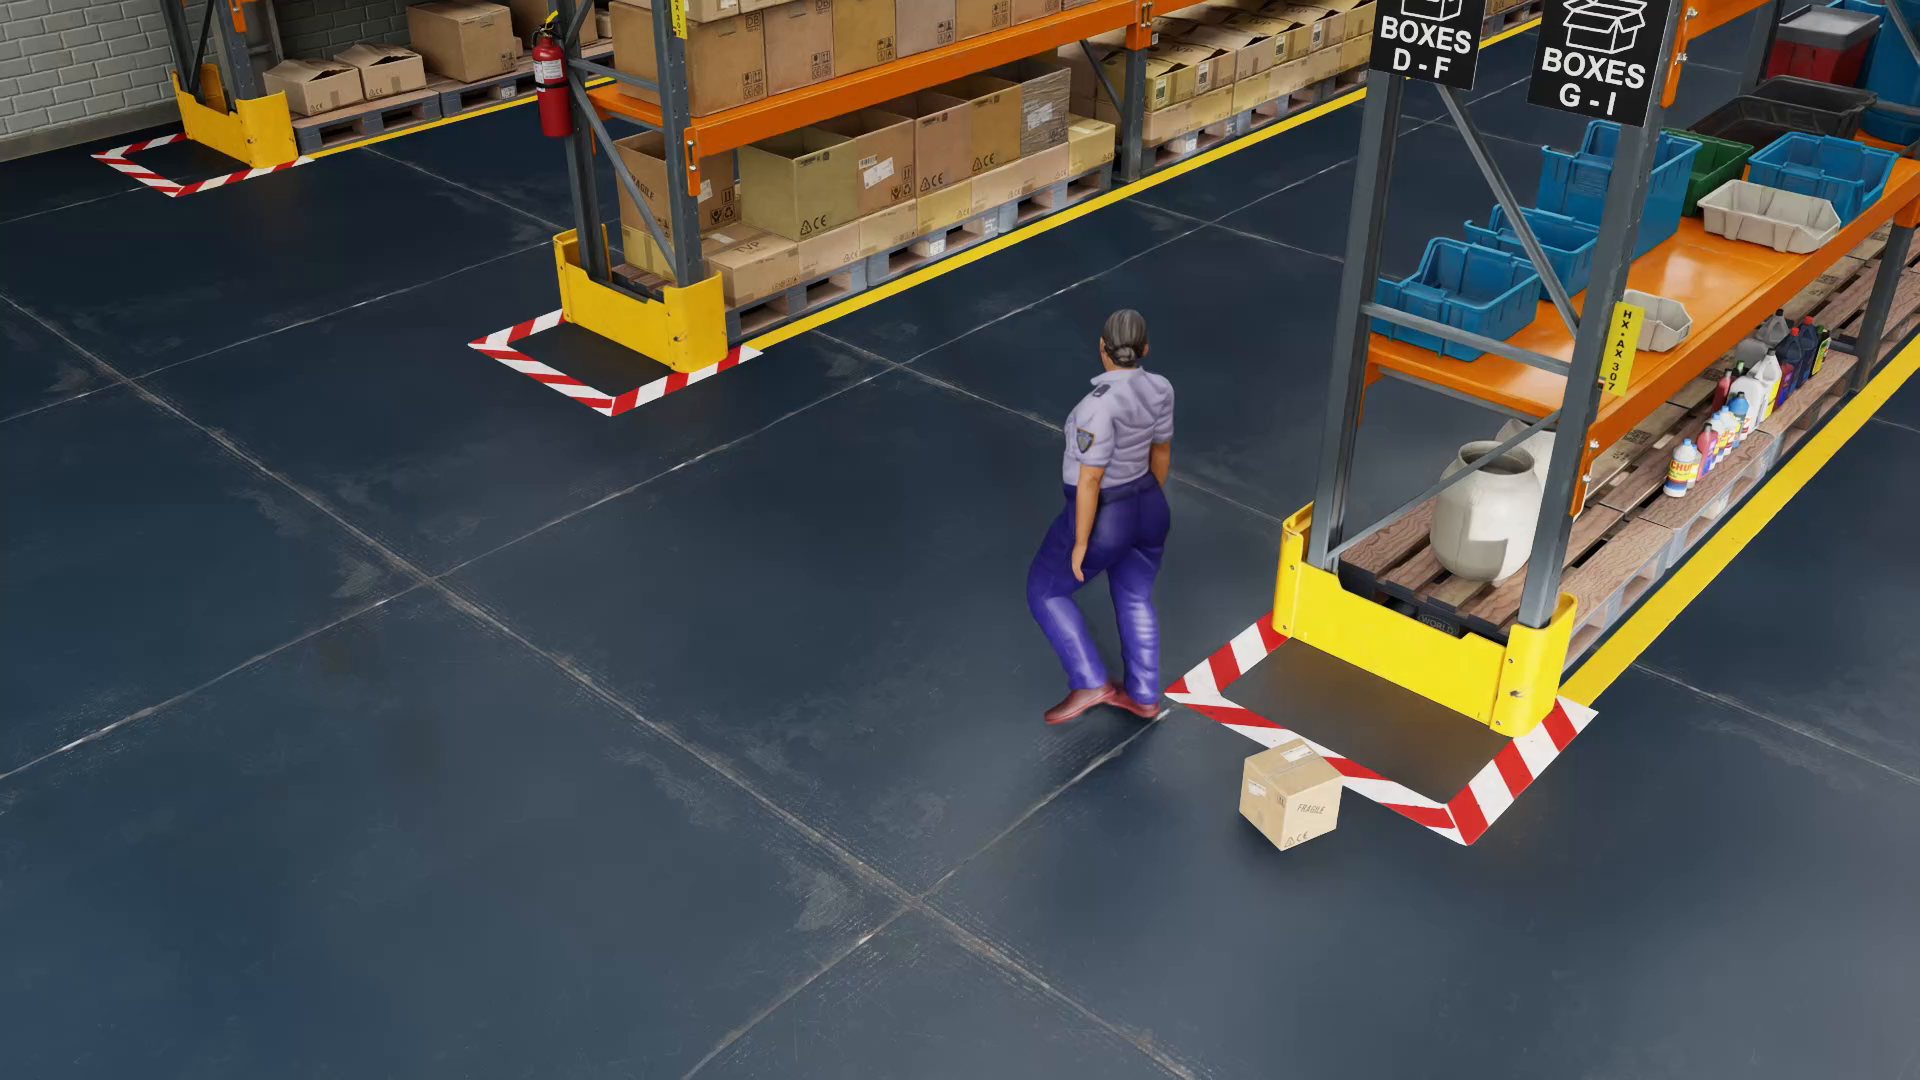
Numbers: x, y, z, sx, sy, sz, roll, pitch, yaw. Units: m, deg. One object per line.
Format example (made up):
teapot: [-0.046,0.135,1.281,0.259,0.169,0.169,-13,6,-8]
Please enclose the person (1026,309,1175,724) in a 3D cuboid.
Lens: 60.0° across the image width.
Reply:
person: [0.560,-0.060,6.224,0.608,1.635,0.483,-25,40,-35]
